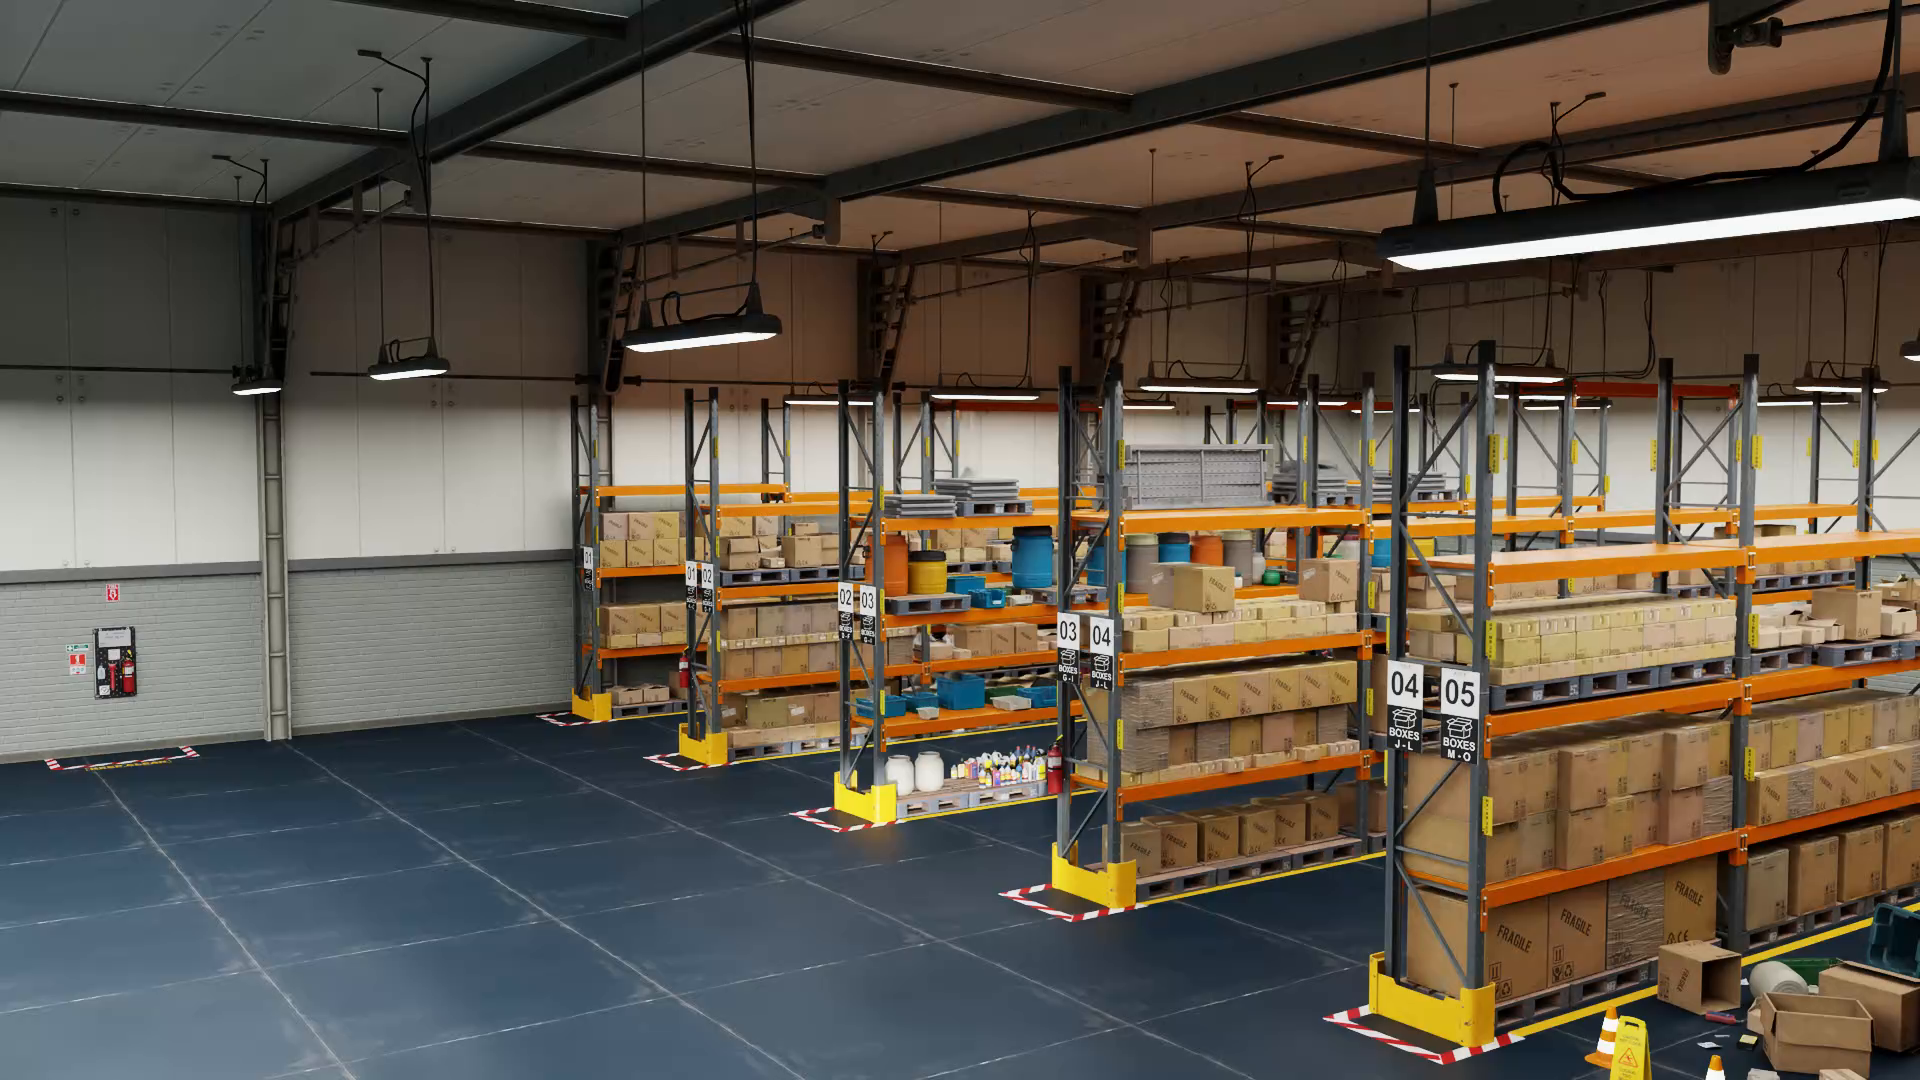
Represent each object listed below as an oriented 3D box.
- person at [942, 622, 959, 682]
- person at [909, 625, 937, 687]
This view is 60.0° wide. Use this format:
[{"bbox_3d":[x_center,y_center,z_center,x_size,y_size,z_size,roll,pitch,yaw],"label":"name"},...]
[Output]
[{"bbox_3d":[-0.168,2.396,31.812,0.720,1.740,0.596,-3,4,-39],"label":"person"},{"bbox_3d":[-0.764,2.385,31.863,0.956,1.805,0.673,-3,5,-41],"label":"person"}]
